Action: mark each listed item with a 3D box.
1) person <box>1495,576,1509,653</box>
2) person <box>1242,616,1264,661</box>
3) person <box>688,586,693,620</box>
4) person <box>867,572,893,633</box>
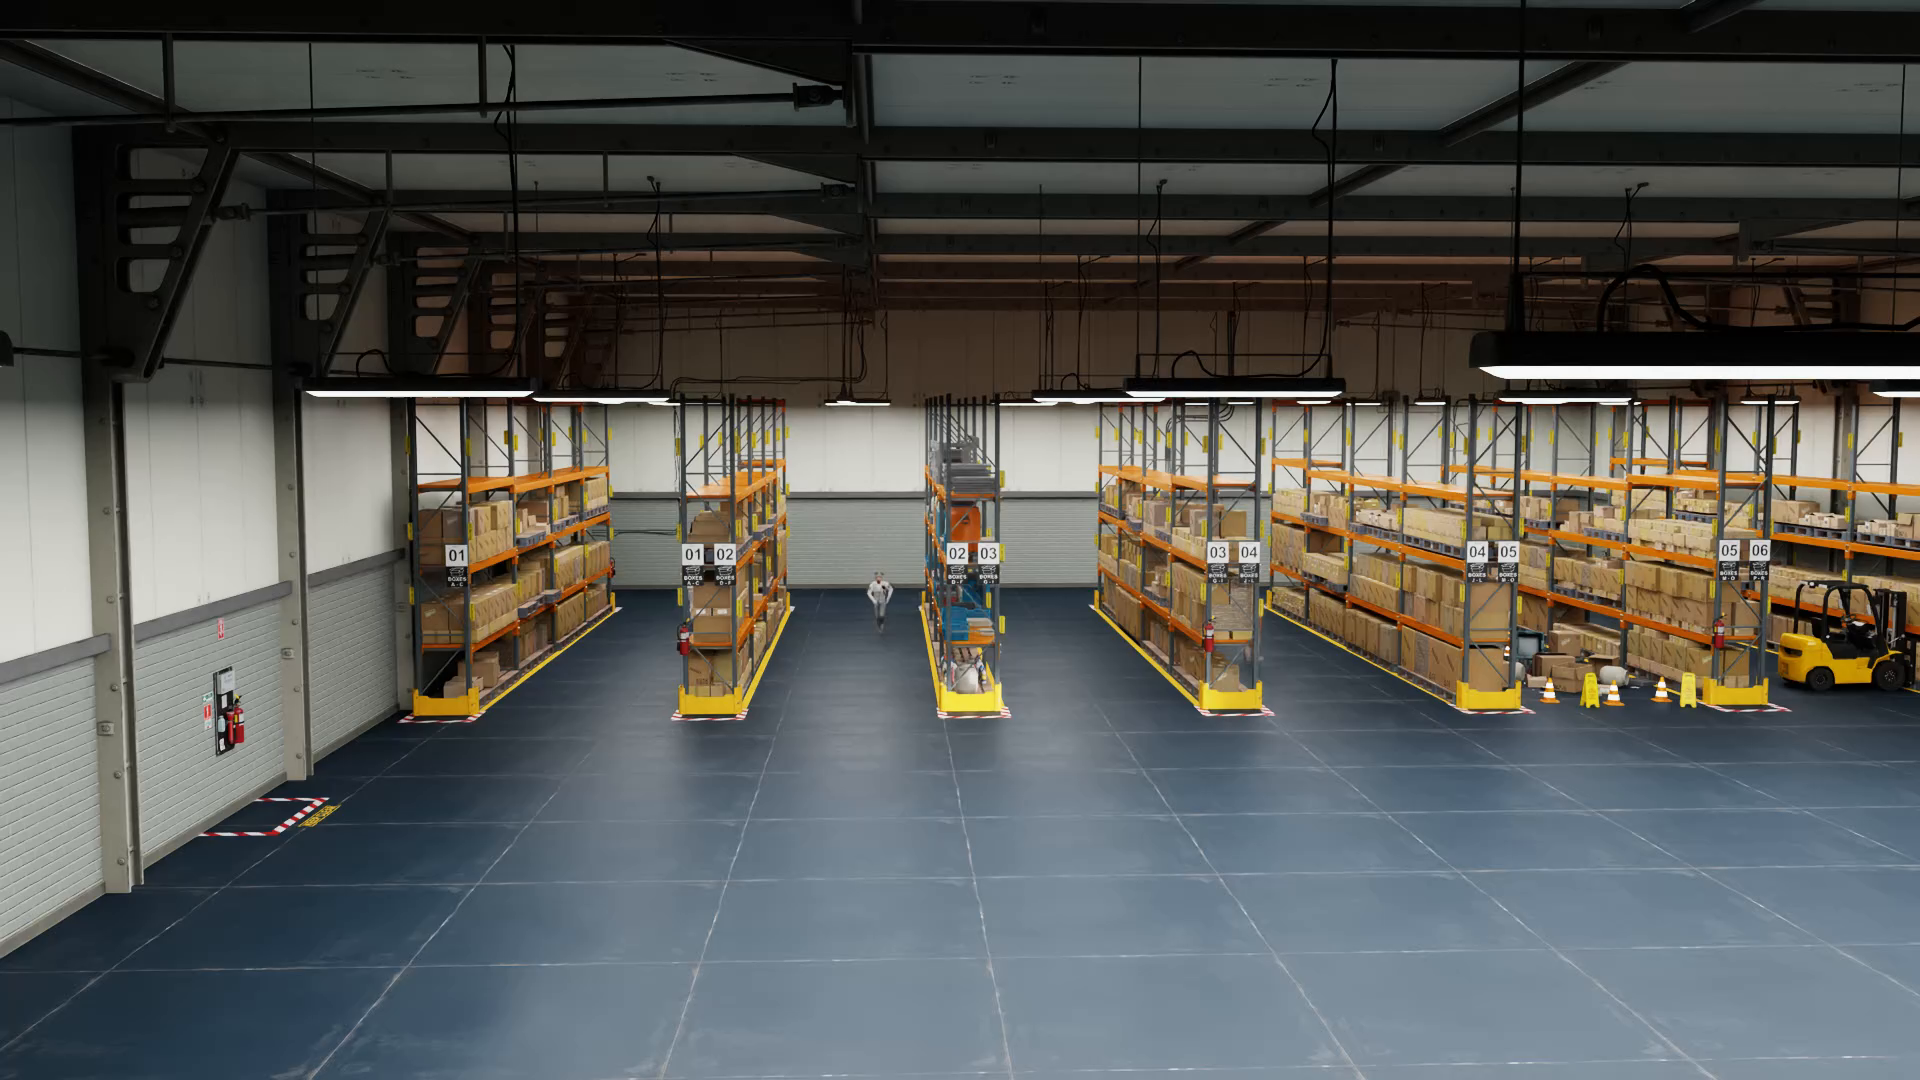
[{"bbox_3d":[12.673,1.748,39.030,0.609,1.786,0.463,-3,5,-32],"label":"person"},{"bbox_3d":[6.574,1.895,37.627,0.576,1.723,0.565,0,5,-4],"label":"person"},{"bbox_3d":[-7.141,1.315,44.587,0.592,1.789,0.519,2,5,25],"label":"person"},{"bbox_3d":[-2.029,1.582,42.351,0.623,1.603,0.702,1,5,8],"label":"person"}]
